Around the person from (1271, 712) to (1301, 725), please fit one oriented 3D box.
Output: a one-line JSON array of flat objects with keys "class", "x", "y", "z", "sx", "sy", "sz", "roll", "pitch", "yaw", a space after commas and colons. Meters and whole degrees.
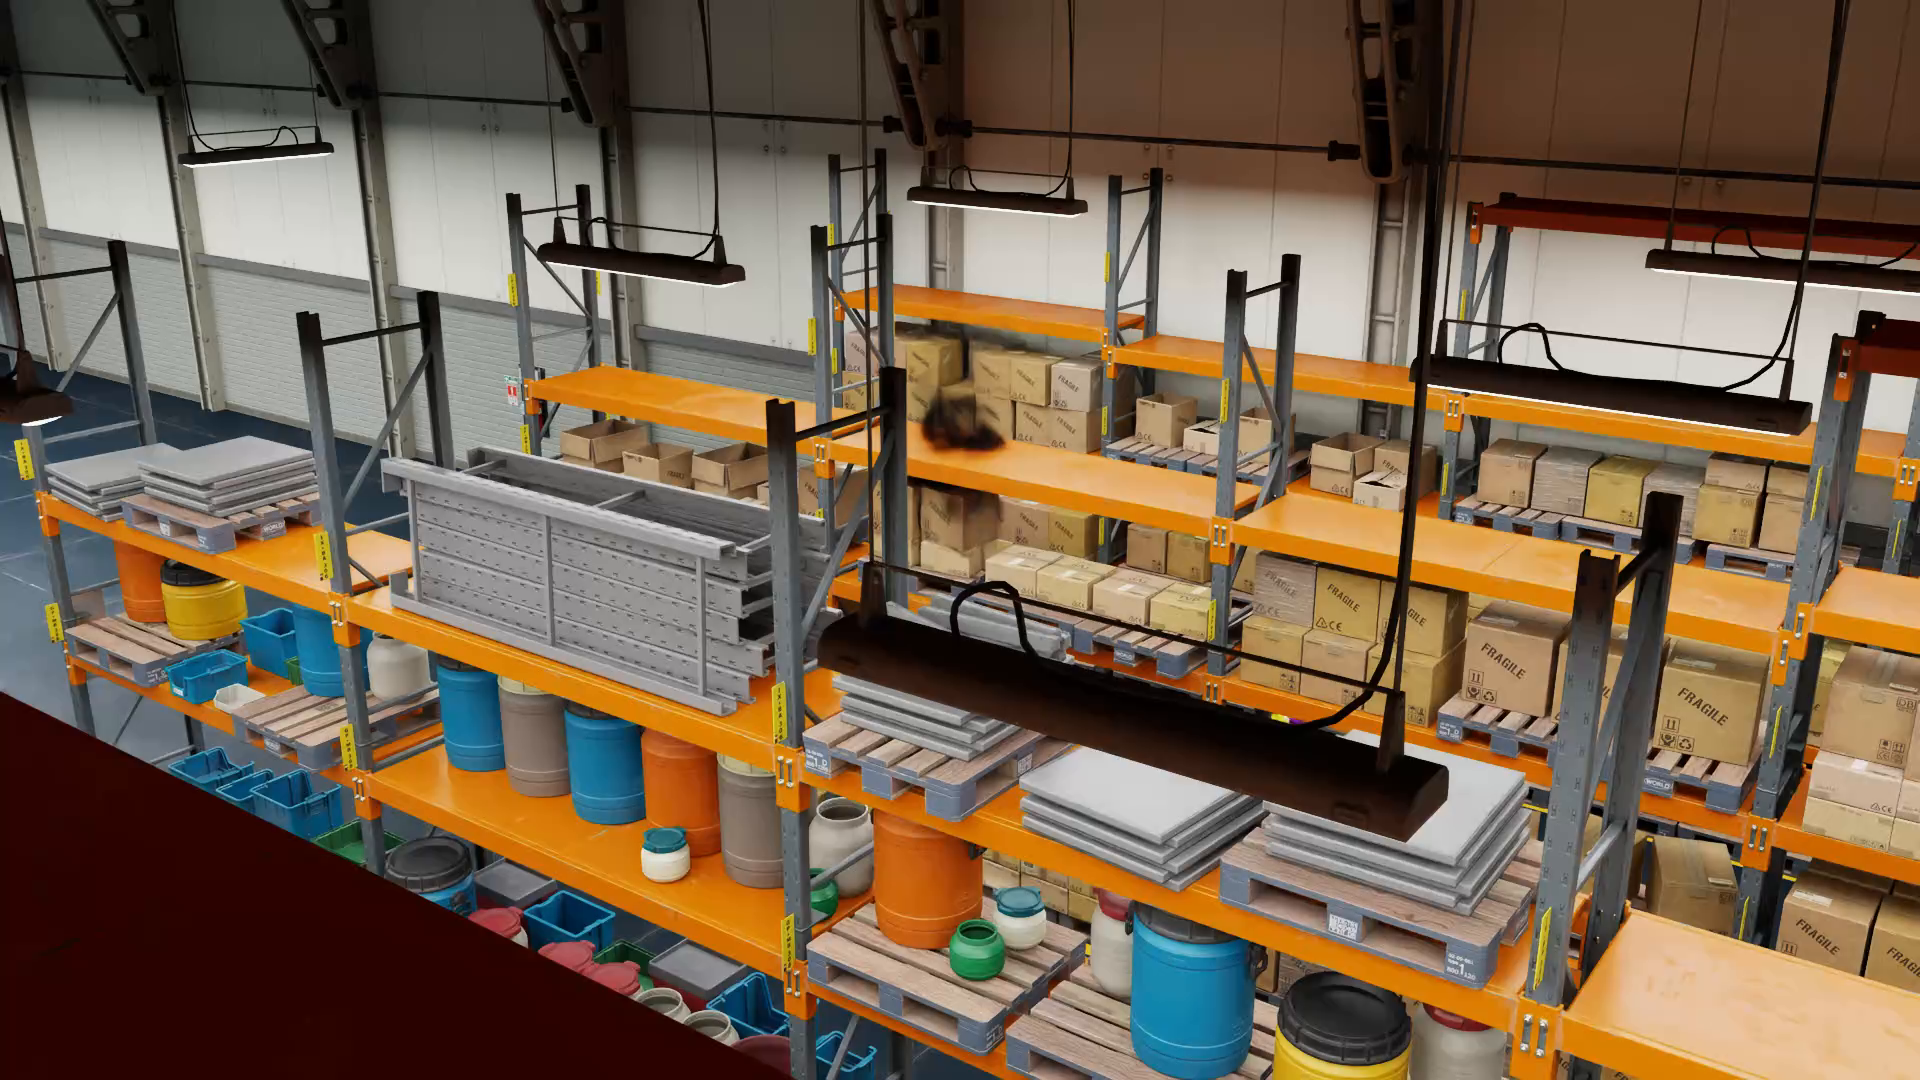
[{"class": "person", "x": 2.857, "y": 2.243, "z": 15.700, "sx": 0.752, "sy": 1.829, "sz": 0.660, "roll": 13, "pitch": 23, "yaw": 35}]
